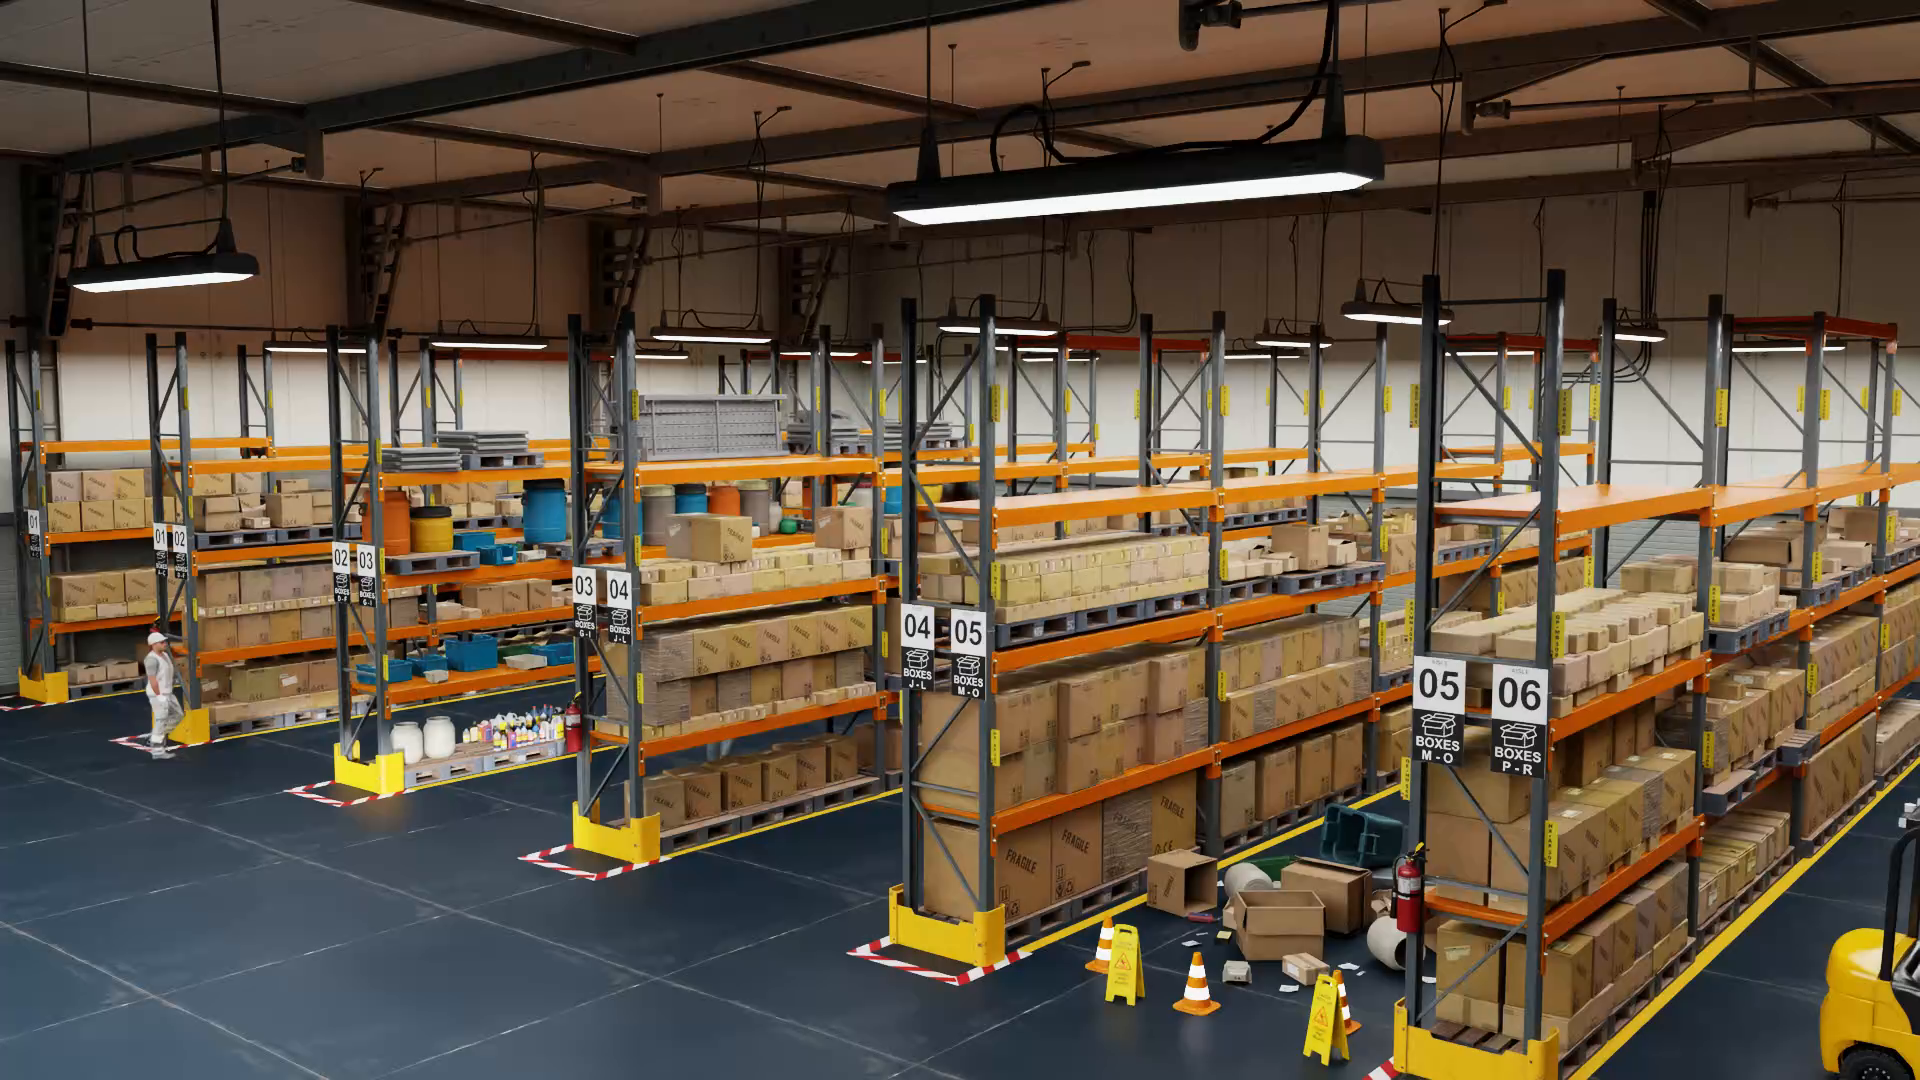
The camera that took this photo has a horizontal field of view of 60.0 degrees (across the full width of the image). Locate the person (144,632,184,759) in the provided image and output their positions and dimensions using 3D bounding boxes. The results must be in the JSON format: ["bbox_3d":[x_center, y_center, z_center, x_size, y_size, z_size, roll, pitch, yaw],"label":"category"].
[{"bbox_3d":[-11.116,2.175,23.214,0.438,1.800,0.568,-1,5,-13],"label":"person"}]

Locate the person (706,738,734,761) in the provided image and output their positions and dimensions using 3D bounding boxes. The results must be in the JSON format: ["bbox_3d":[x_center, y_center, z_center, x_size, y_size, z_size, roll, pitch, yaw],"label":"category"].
[{"bbox_3d":[-3.235,2.290,22.037,0.594,1.747,0.613,0,5,0],"label":"person"}]

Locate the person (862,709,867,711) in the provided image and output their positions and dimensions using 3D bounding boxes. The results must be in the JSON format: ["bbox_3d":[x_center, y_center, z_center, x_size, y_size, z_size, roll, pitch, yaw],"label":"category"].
[{"bbox_3d":[-1.611,1.910,26.738,0.513,1.731,0.617,0,5,2],"label":"person"}]
